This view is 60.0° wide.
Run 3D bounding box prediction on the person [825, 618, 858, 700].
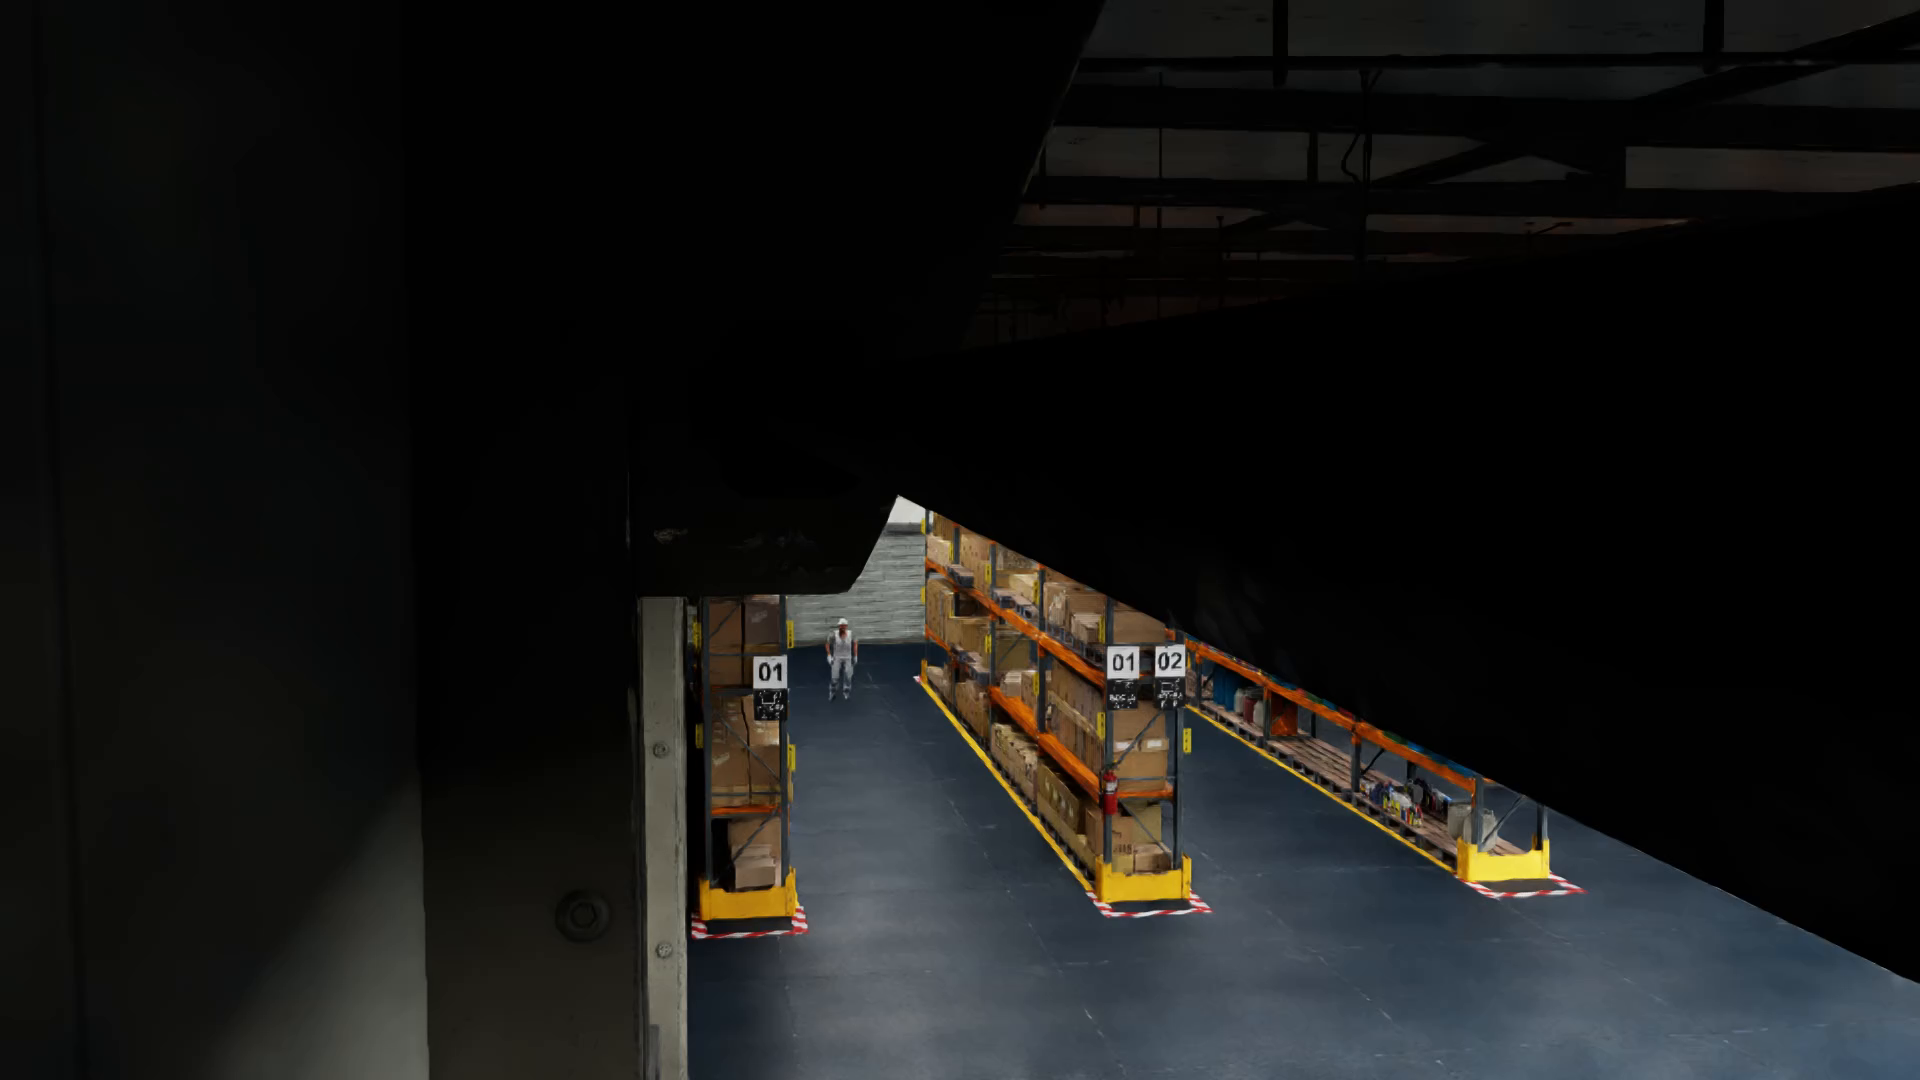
[{"bbox_3d":[-2.435,2.455,34.303,0.677,1.741,0.552,-1,5,-11],"label":"person"}]
